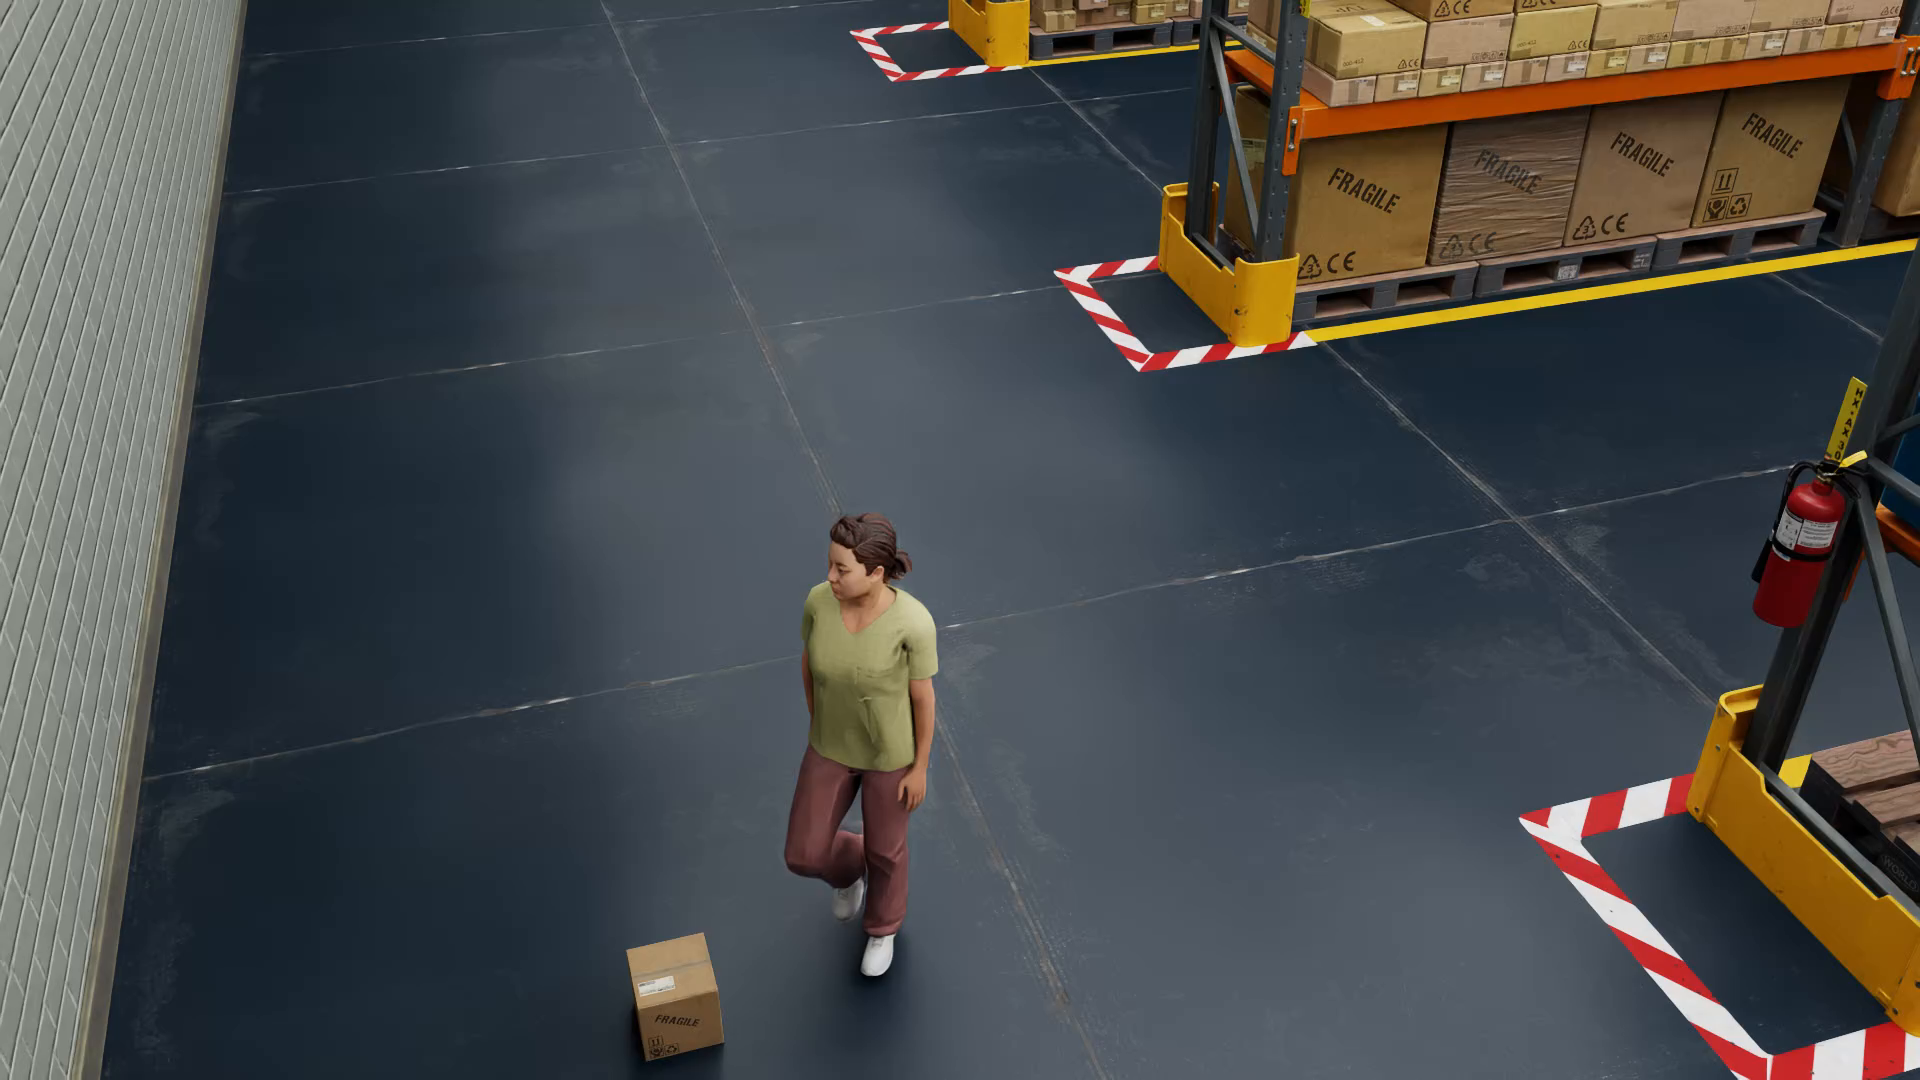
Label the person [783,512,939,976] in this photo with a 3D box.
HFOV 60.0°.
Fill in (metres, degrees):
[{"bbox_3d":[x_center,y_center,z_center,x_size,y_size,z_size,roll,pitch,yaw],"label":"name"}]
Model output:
[{"bbox_3d":[-0.297,0.658,5.138,0.458,1.663,0.462,9,35,13],"label":"person"}]
